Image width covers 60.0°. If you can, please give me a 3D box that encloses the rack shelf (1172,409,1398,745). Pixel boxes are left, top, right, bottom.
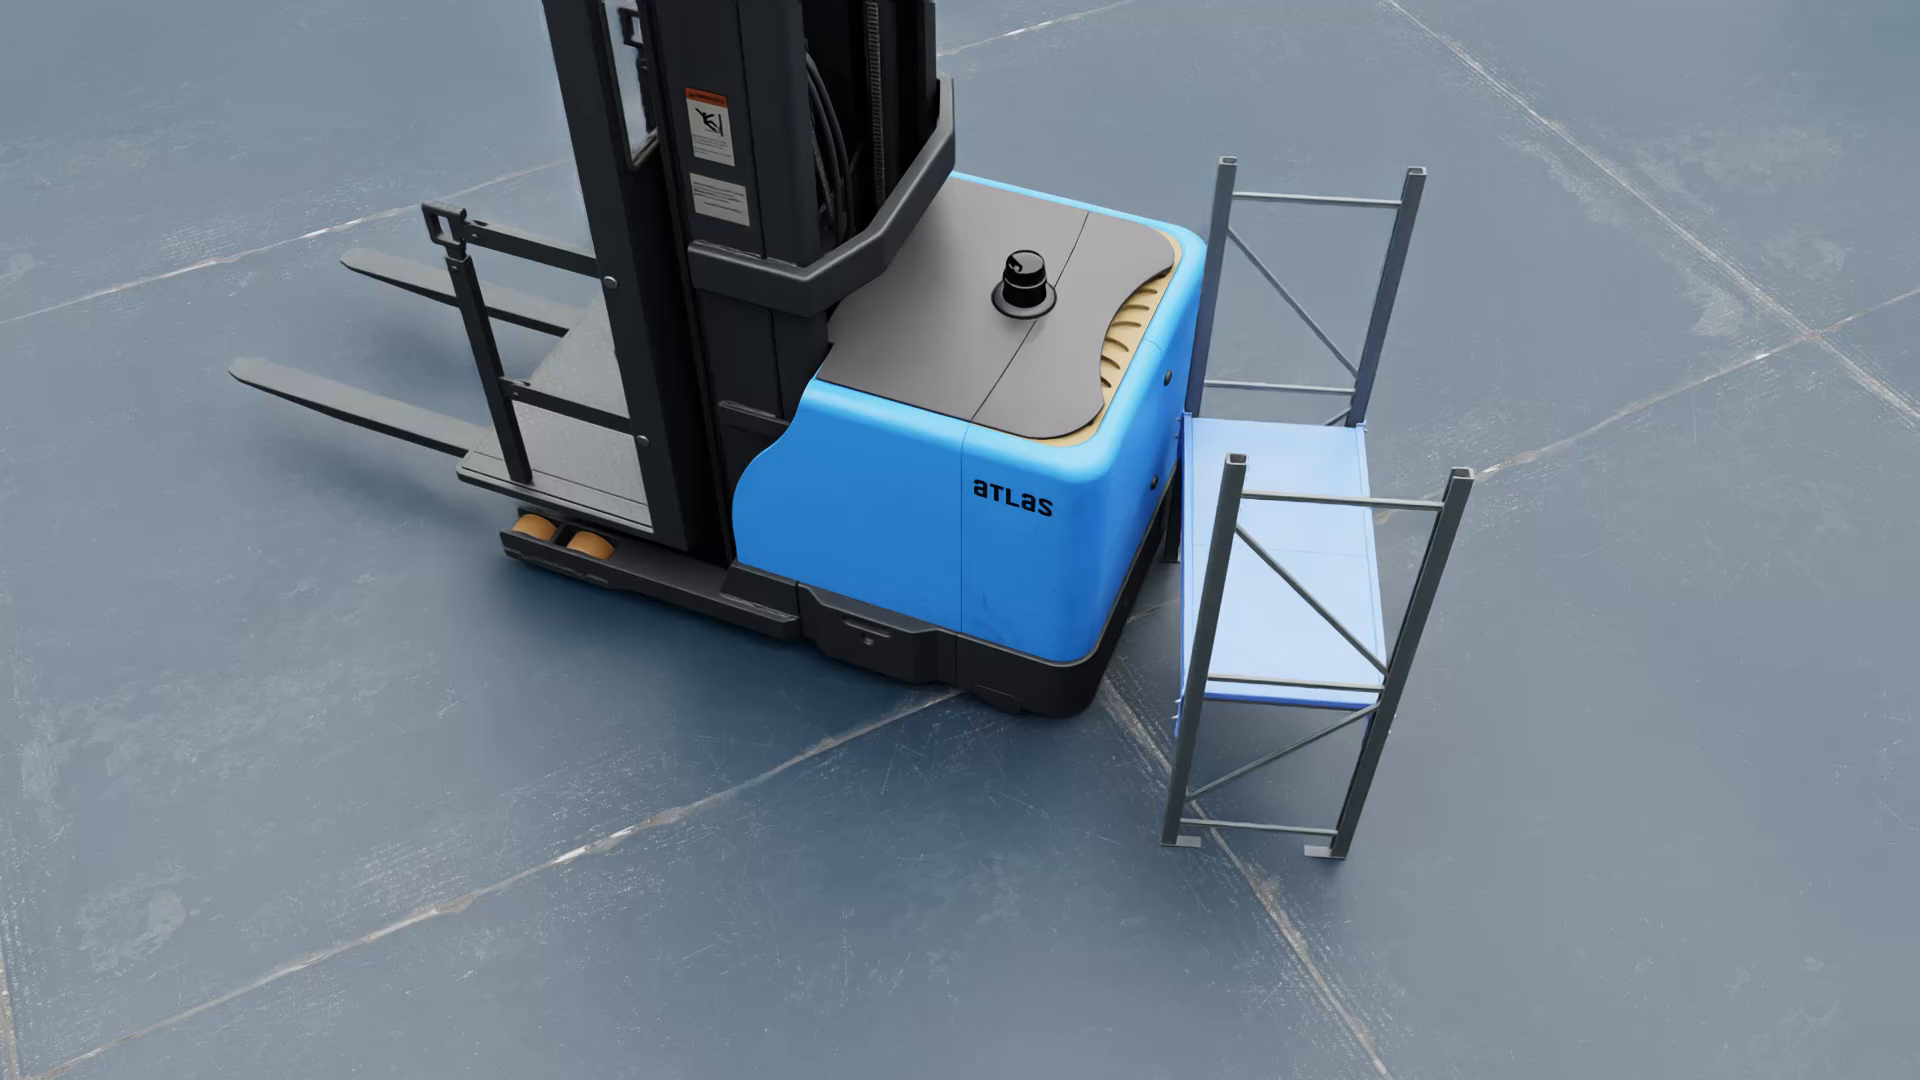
[{"bbox_3d":[0.839,0.080,4.423,0.538,0.185,1.000,4,49,3],"label":"rack shelf"}]

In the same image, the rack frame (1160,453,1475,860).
[{"bbox_3d":[0.794,0.342,3.954,0.500,1.500,0.032,4,49,3],"label":"rack frame"}]

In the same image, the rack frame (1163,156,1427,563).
[{"bbox_3d":[0.885,-0.420,4.621,0.500,1.500,0.032,4,49,3],"label":"rack frame"}]

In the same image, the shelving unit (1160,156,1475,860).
[{"bbox_3d":[0.839,-0.039,4.287,0.538,1.500,1.048,4,49,3],"label":"shelving unit"}]

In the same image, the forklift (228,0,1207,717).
[{"bbox_3d":[-0.869,-1.181,4.336,3.031,2.935,1.130,17,51,14],"label":"forklift"}]
